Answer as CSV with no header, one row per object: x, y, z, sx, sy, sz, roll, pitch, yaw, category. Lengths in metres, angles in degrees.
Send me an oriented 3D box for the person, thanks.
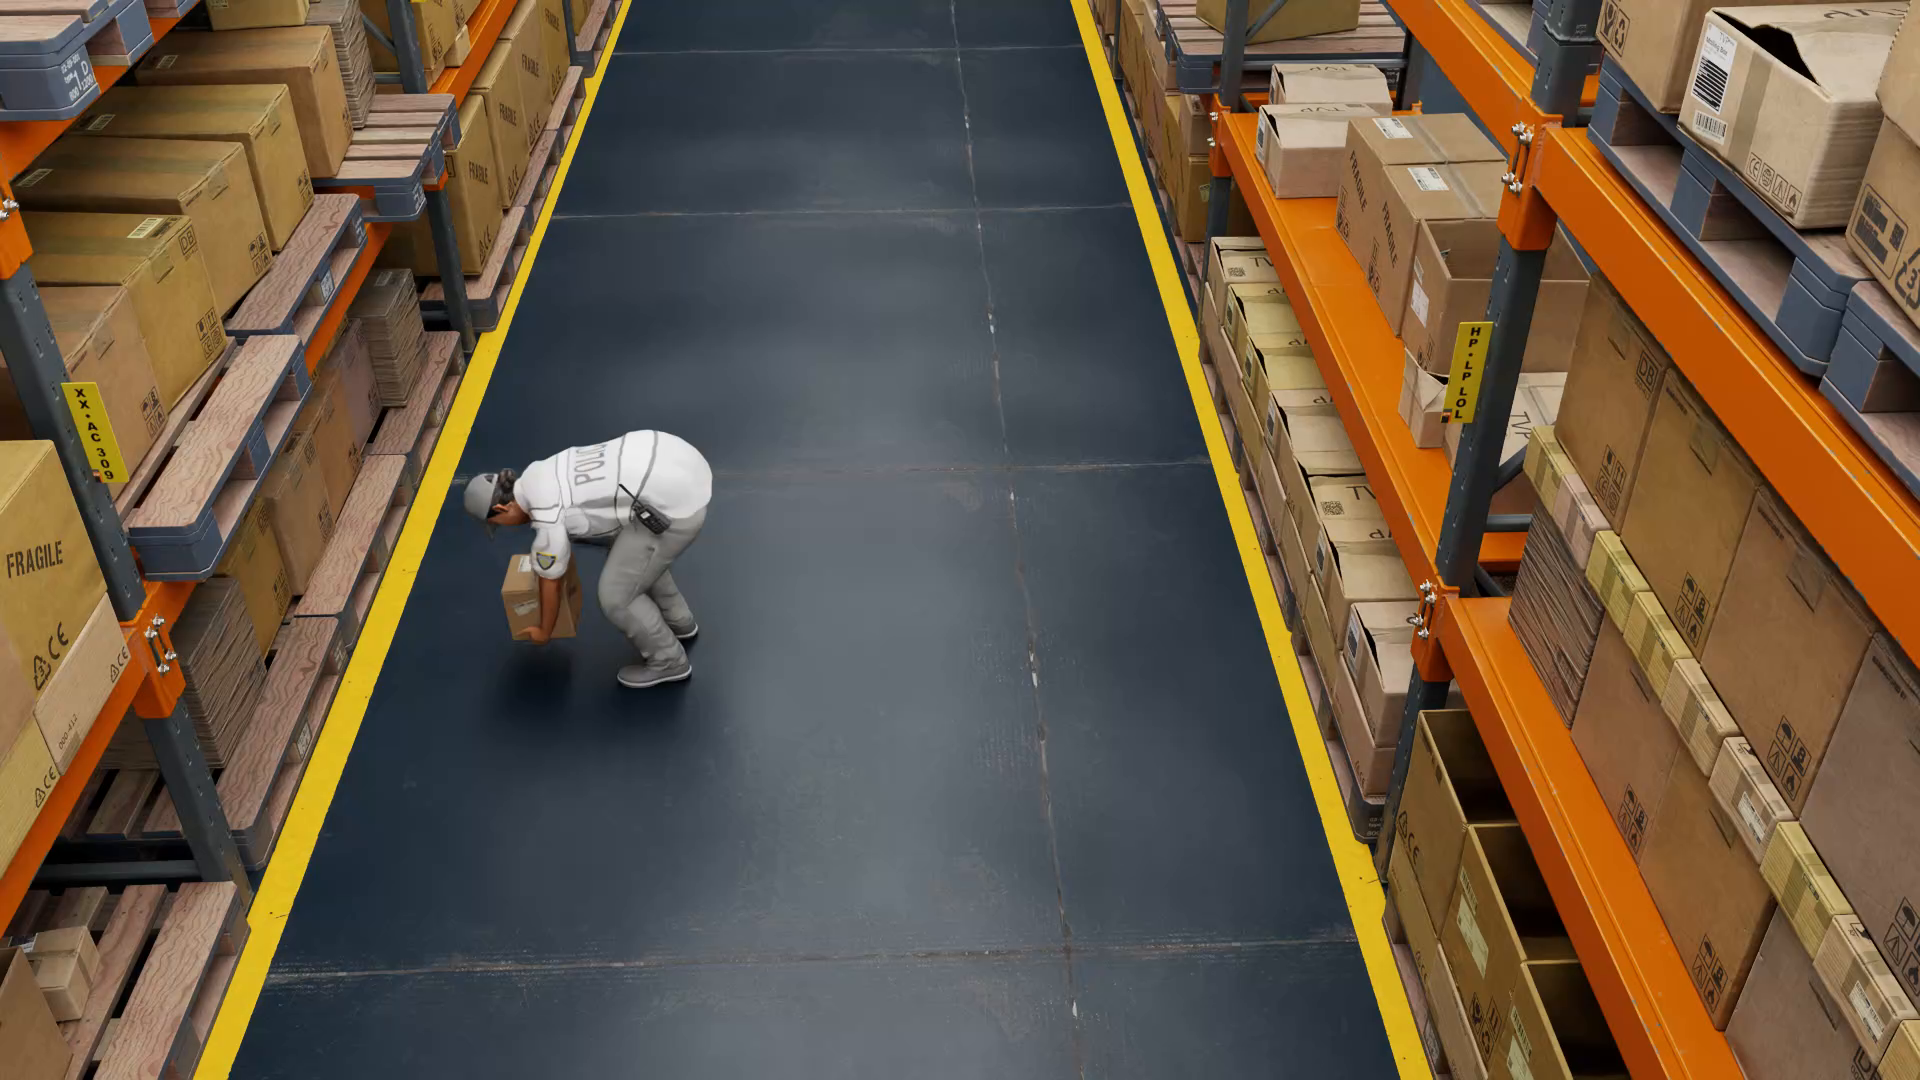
-1.434,0.075,6.594,0.951,1.025,0.492,-3,36,-4,person
